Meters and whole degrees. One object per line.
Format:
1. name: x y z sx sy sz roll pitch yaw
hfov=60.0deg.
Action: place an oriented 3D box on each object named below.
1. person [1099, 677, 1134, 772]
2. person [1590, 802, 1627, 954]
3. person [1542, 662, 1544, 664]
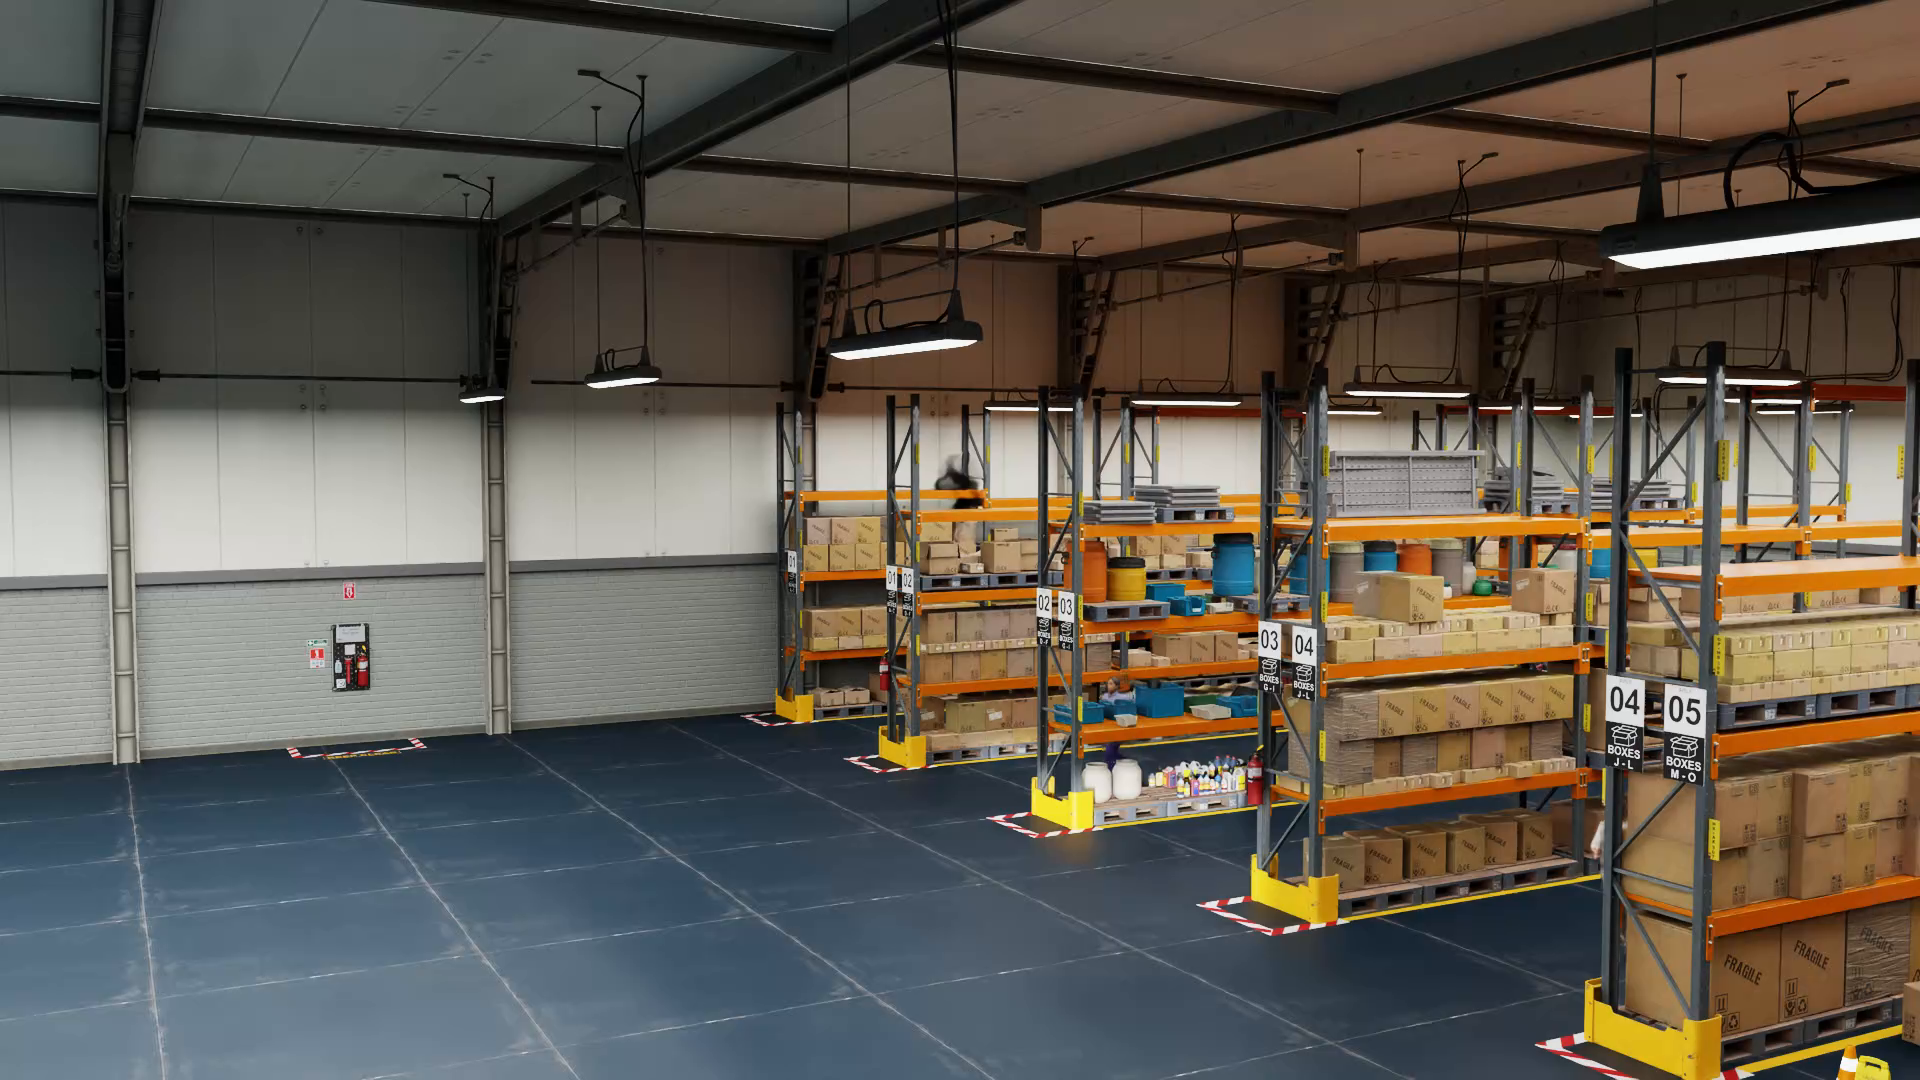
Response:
1. person: 2.302 2.888 25.125 0.913 1.645 0.602 -2 4 -34
2. person: 6.646 3.419 16.773 0.720 1.655 0.559 -2 4 -36
3. person: 11.109 2.456 31.224 0.972 1.671 0.672 -2 4 -36
